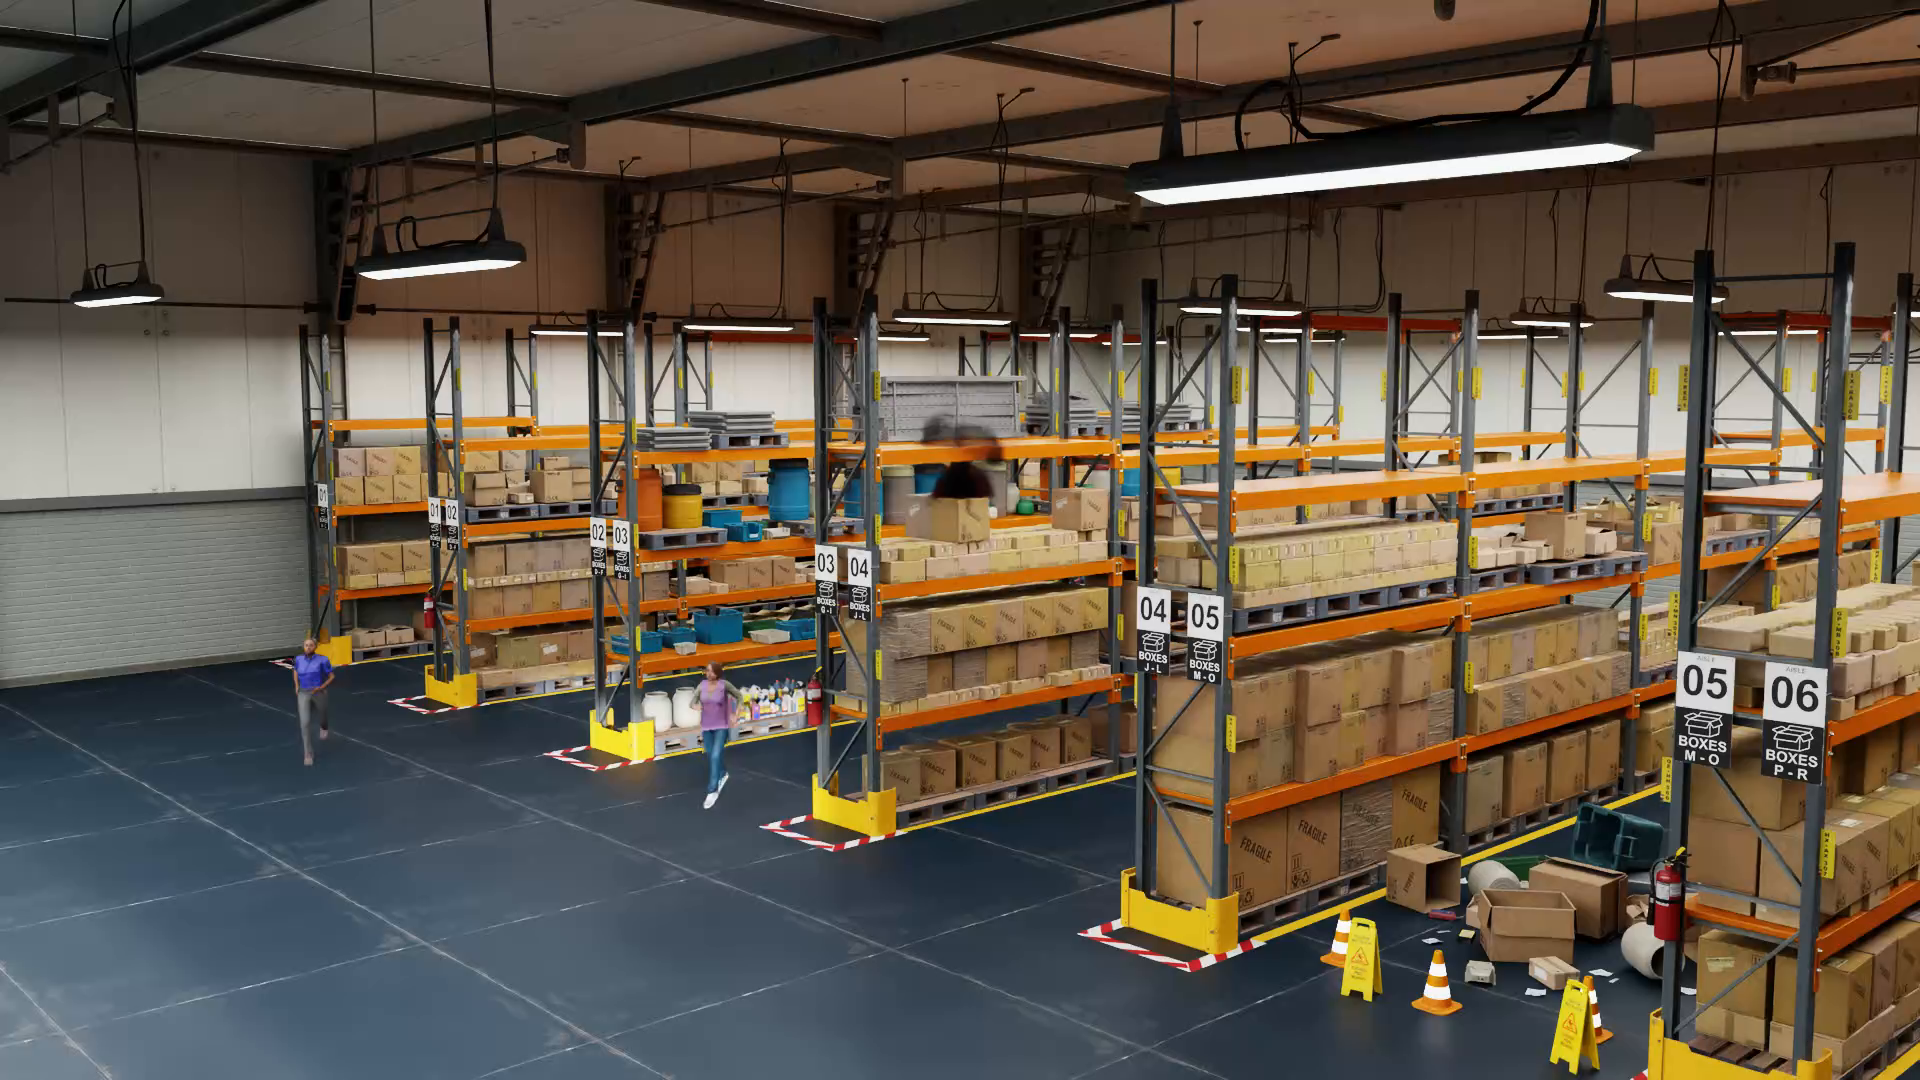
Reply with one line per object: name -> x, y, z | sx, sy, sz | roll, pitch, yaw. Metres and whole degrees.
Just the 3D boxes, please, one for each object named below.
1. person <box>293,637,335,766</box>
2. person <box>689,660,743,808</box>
person -> -8.656, 2.124, 22.295 | 0.547, 1.670, 1.051 | -2, 6, -15
person -> -2.802, 2.178, 19.058 | 0.573, 1.631, 0.764 | 1, 6, 14
